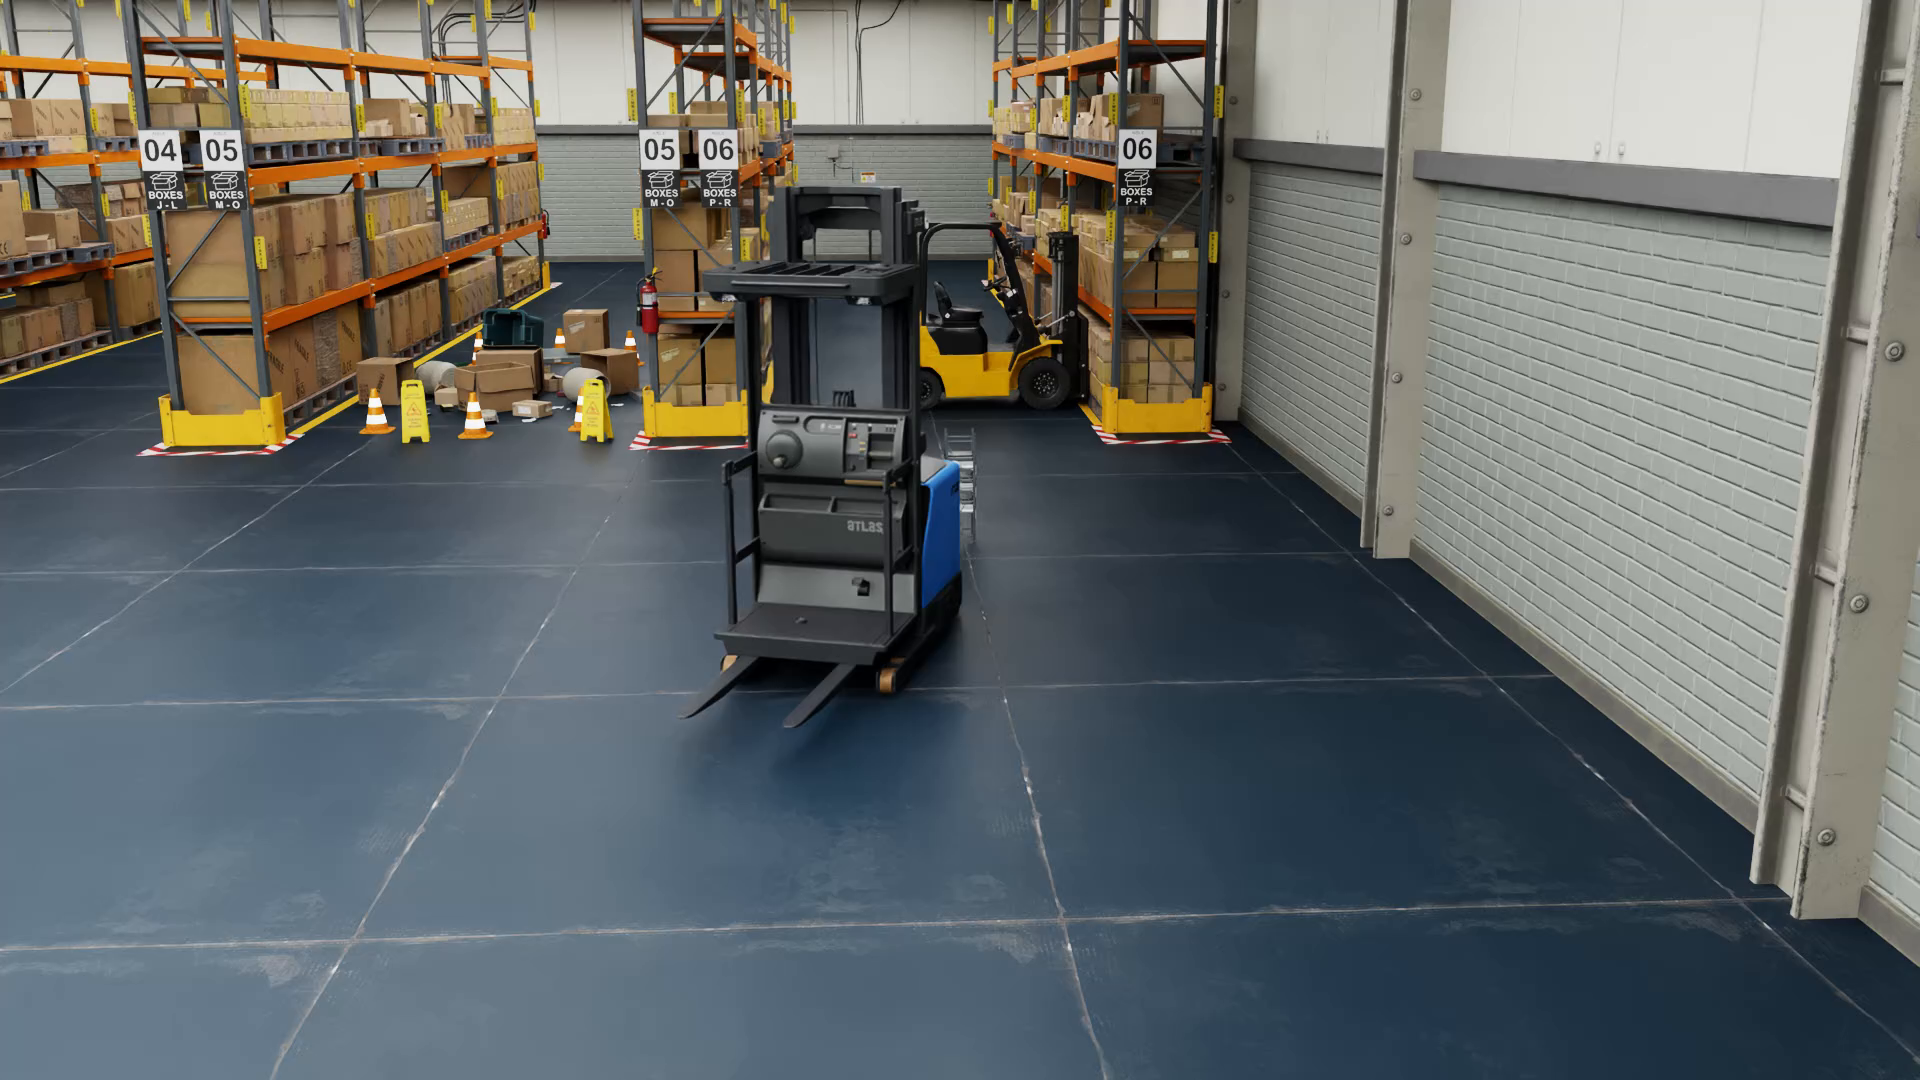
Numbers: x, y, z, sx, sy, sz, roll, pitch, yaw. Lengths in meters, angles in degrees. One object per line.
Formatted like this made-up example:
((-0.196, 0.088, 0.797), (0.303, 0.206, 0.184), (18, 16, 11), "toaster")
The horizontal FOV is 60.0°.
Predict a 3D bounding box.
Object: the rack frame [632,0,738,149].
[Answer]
((-2.806, -5.494, 16.820), (1.000, 3.000, 0.127), (-1, 14, -3), "rack frame")

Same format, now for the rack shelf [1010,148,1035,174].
((1.529, -6.258, 27.251), (1.077, 0.370, 4.000), (-1, 14, -3), "rack shelf")

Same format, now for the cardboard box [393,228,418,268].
((-7.843, -4.041, 23.013), (0.500, 0.500, 0.500), (-1, 14, -3), "cardboard box")

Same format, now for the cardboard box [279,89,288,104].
((-7.505, -4.797, 17.991), (0.380, 0.149, 0.250), (-1, 14, -4), "cardboard box")

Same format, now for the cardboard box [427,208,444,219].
((-8.071, -4.966, 25.273), (0.380, 0.149, 0.250), (-1, 14, -3), "cardboard box")

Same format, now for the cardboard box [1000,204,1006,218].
((1.035, -6.222, 31.391), (0.500, 0.250, 0.500), (-1, 14, -5), "cardboard box")

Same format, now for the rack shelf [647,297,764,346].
((-2.929, -2.738, 19.591), (1.077, 0.370, 4.000), (-1, 14, -3), "rack shelf")

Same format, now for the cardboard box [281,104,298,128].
((-7.578, -4.639, 18.176), (0.500, 0.250, 0.500), (-1, 14, -4), "cardboard box")

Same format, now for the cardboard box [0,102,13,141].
((-12.934, -5.489, 21.771), (0.797, 0.503, 0.637), (0, 14, -1), "cardboard box")

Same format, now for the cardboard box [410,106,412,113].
((-8.567, -6.572, 25.294), (0.396, 0.266, 0.258), (-1, 14, -3), "cardboard box")

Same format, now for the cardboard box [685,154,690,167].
((-3.137, -4.132, 18.051), (0.380, 0.149, 0.250), (0, 14, -2), "cardboard box")

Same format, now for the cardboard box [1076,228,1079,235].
((1.675, -3.876, 21.068), (0.380, 0.149, 0.250), (-1, 14, -2), "cardboard box")

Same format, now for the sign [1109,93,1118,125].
((1.606, -4.504, 17.376), (0.100, 0.325, 0.005), (-1, 14, -3), "sign")

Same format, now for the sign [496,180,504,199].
((-7.930, -6.042, 28.665), (0.100, 0.325, 0.005), (-1, 14, -3), "sign")

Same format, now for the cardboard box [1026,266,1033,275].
((1.305, -4.540, 28.026), (0.380, 0.149, 0.250), (0, 14, -1), "cardboard box")

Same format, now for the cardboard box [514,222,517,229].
((-8.304, -5.752, 30.367), (0.380, 0.149, 0.250), (0, 14, -1), "cardboard box")

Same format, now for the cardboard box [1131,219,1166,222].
((2.300, -3.838, 20.325), (0.380, 0.149, 0.250), (-1, 14, -4), "cardboard box")

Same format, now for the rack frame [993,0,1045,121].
((1.157, -9.551, 32.587), (1.000, 3.000, 0.127), (-1, 14, -3), "rack frame")

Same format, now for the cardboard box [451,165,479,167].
((-8.820, -6.389, 29.536), (0.500, 0.500, 0.500), (-1, 14, -5), "cardboard box")

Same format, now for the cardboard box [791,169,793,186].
((-3.468, -6.855, 31.941), (0.500, 0.500, 0.500), (-1, 14, -3), "cardboard box")

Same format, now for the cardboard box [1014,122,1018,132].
((1.099, -6.836, 27.515), (0.380, 0.149, 0.250), (-1, 14, -2), "cardboard box")

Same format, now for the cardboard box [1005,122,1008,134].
((1.082, -7.420, 30.029), (0.500, 0.250, 0.500), (-1, 14, -5), "cardboard box")

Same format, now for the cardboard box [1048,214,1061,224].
((1.469, -4.614, 23.936), (0.380, 0.149, 0.250), (-1, 14, -2), "cardboard box")

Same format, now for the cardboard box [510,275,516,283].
((-8.350, -4.791, 30.409), (0.380, 0.149, 0.250), (0, 14, -1), "cardboard box")

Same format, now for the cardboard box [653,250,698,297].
((-3.114, -2.912, 18.026), (0.500, 0.500, 0.500), (-1, 14, -4), "cardboard box")

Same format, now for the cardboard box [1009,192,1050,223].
((1.212, -5.779, 28.922), (0.700, 0.500, 0.500), (-1, 14, -2), "cardboard box")

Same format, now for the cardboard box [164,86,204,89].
((-13.492, -7.770, 28.937), (0.500, 0.250, 0.500), (-2, 15, -7), "cardboard box")

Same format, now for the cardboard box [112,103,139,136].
((-13.340, -6.639, 26.240), (0.797, 0.503, 0.637), (-1, 14, -4), "cardboard box")

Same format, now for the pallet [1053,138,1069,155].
((1.856, -5.572, 23.520), (1.003, 0.211, 1.213), (0, 14, -1), "pallet")

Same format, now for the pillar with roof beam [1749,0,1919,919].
((-0.548, -2.708, 5.991), (9.100, 9.000, 0.400), (-1, 14, -3), "pillar with roof beam")

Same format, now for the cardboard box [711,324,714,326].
((-3.211, -2.406, 20.026), (0.500, 0.500, 0.500), (0, 14, -1), "cardboard box")

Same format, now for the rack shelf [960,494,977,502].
((0.000, -0.318, 13.453), (0.258, 0.077, 0.200), (-1, 14, -3), "rack shelf")

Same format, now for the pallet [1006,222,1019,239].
((1.345, -5.357, 28.713), (1.003, 0.211, 1.213), (-1, 14, -3), "pallet")

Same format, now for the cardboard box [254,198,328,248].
((-7.953, -3.714, 19.473), (0.875, 0.550, 0.550), (-1, 14, -3), "cardboard box")

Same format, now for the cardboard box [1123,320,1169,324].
((2.228, -2.521, 19.973), (0.500, 0.250, 0.500), (-1, 14, -5), "cardboard box")

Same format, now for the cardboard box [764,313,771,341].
((-3.181, -2.996, 23.583), (0.950, 0.372, 0.625), (0, 14, -2), "cardboard box")

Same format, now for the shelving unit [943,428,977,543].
((0.000, -0.438, 13.422), (0.258, 0.900, 0.210), (-1, 14, -3), "shelving unit")

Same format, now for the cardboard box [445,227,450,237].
((-8.078, -4.740, 25.589), (0.380, 0.149, 0.250), (0, 14, -1), "cardboard box")

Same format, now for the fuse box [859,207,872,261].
((-2.064, -7.342, 38.628), (0.539, 1.711, 0.414), (-1, 14, -3), "fuse box")

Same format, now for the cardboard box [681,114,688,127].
((-3.099, -4.450, 17.687), (0.380, 0.149, 0.250), (-1, 14, -2), "cardboard box")

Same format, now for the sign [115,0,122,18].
((-13.995, -8.852, 27.679), (0.100, 0.325, 0.005), (-1, 14, -3), "sign")

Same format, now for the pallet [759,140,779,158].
((-2.985, -5.100, 21.687), (1.213, 0.211, 1.003), (-1, 14, -3), "pallet")

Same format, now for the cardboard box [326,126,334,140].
((-7.597, -4.789, 19.559), (0.380, 0.149, 0.250), (-1, 14, -3), "cardboard box")

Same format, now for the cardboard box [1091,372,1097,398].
((1.783, -1.774, 19.076), (0.500, 0.250, 0.500), (-1, 14, -3), "cardboard box")

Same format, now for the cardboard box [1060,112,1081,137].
((1.613, -5.499, 21.993), (0.500, 0.311, 0.500), (-1, 14, -5), "cardboard box")

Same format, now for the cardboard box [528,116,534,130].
((-8.449, -7.978, 31.791), (0.500, 0.250, 0.500), (-1, 14, -5), "cardboard box")

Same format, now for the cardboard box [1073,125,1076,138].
((1.625, -5.128, 20.876), (0.380, 0.149, 0.250), (-1, 14, -2), "cardboard box")

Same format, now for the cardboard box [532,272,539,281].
((-8.373, -5.099, 32.203), (0.380, 0.149, 0.250), (0, 14, -2), "cardboard box")

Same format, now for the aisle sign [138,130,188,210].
((-8.035, -3.724, 16.763), (0.394, 0.787, 0.004), (-1, 14, -3), "aisle sign")

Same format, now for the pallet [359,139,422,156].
((-8.070, -5.401, 22.856), (1.003, 0.211, 1.213), (0, 14, -1), "pallet")

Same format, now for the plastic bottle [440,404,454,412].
((-5.995, -1.549, 19.424), (0.133, 0.061, 0.283), (-6, 16, -23), "plastic bottle")

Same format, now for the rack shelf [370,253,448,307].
((-8.112, -3.631, 23.062), (1.077, 0.370, 4.000), (-1, 14, -3), "rack shelf")

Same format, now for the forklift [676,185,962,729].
((-0.838, -0.599, 9.973), (1.130, 2.935, 3.031), (4, 15, 14), "forklift")

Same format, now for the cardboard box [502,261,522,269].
((-8.414, -5.125, 31.110), (0.380, 0.149, 0.250), (-1, 14, -5), "cardboard box")

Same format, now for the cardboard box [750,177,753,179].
((-3.750, -5.866, 28.097), (0.500, 0.500, 0.500), (-1, 14, -4), "cardboard box")

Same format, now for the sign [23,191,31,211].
((-13.746, -4.977, 24.525), (0.100, 0.325, 0.005), (-1, 14, -3), "sign")

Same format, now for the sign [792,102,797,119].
((-3.254, -8.416, 32.578), (0.100, 0.325, 0.005), (-1, 14, -3), "sign")
